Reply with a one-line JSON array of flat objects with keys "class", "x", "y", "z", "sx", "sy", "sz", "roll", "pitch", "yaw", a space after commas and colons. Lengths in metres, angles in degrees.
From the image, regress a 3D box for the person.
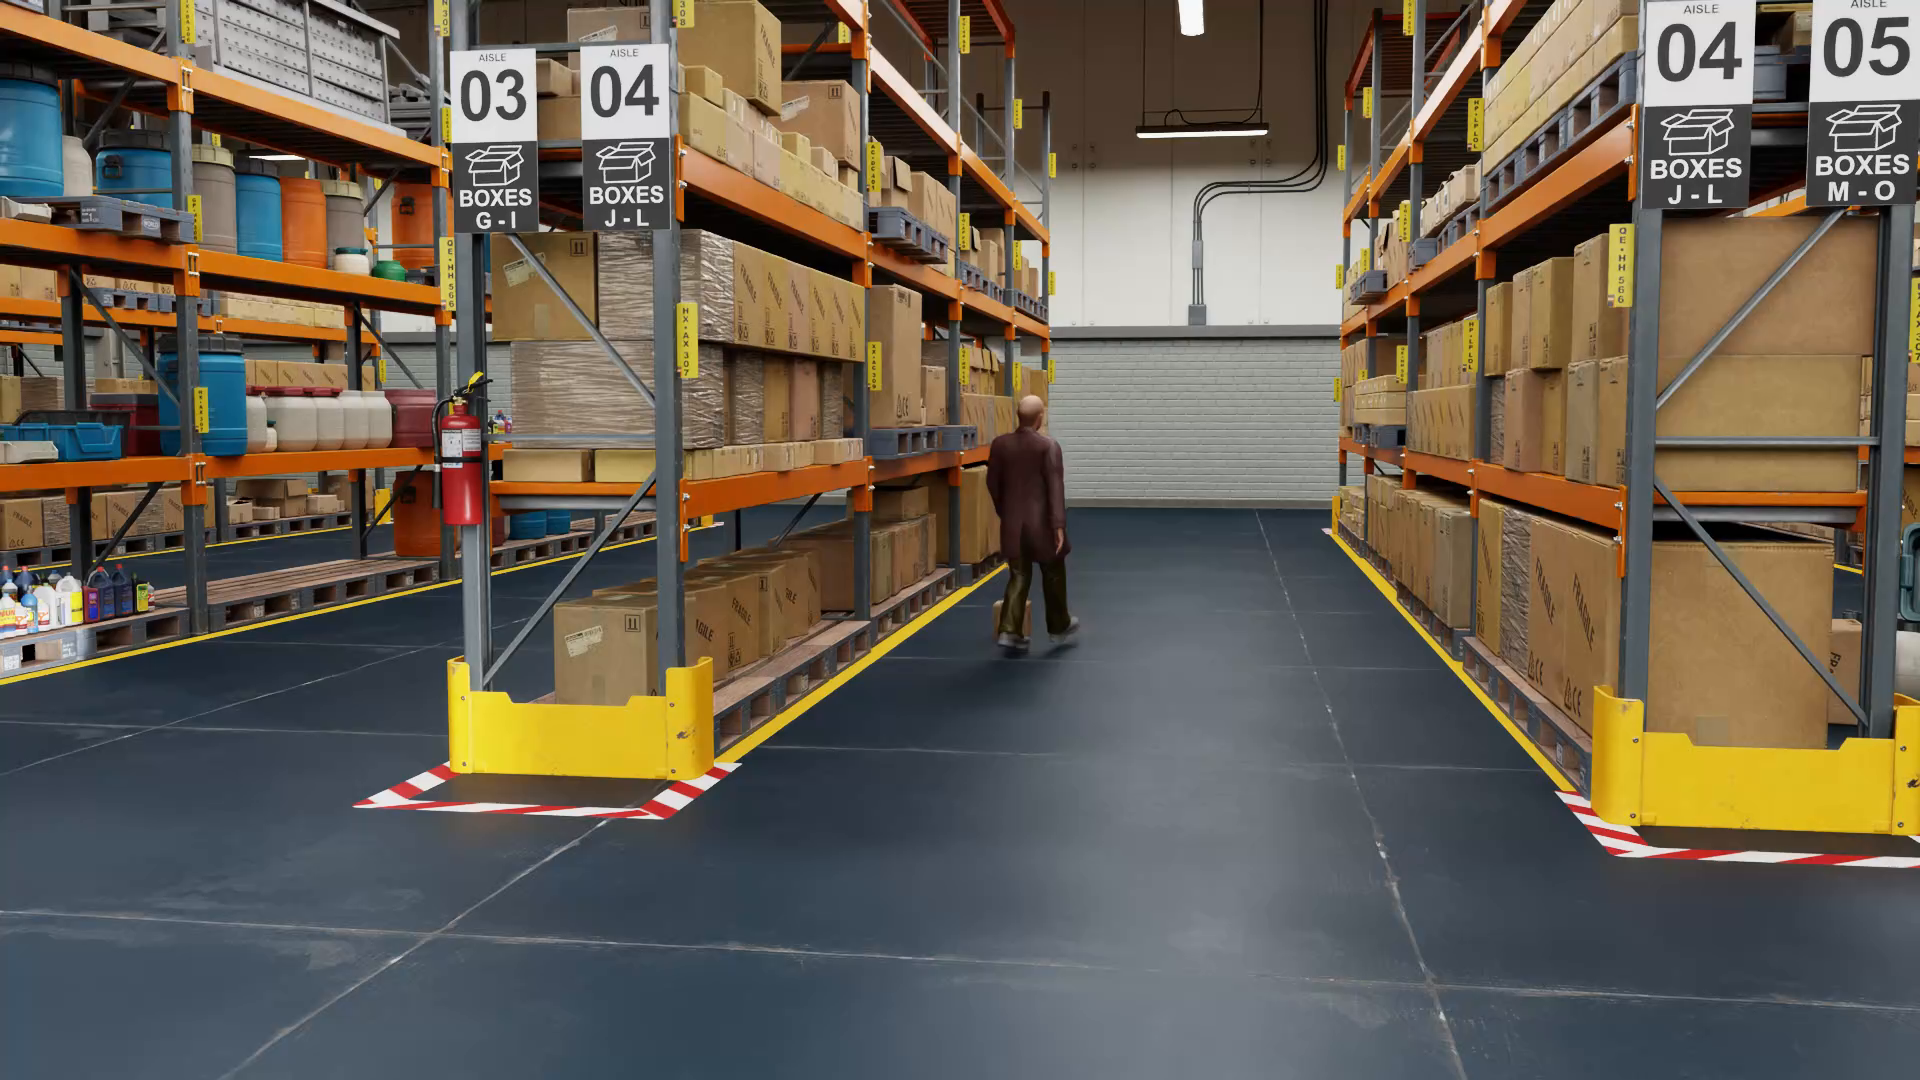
[{"class": "person", "x": 0.528, "y": -0.130, "z": 11.417, "sx": 0.638, "sy": 1.715, "sz": 1.013, "roll": 2, "pitch": 5, "yaw": 22}]
